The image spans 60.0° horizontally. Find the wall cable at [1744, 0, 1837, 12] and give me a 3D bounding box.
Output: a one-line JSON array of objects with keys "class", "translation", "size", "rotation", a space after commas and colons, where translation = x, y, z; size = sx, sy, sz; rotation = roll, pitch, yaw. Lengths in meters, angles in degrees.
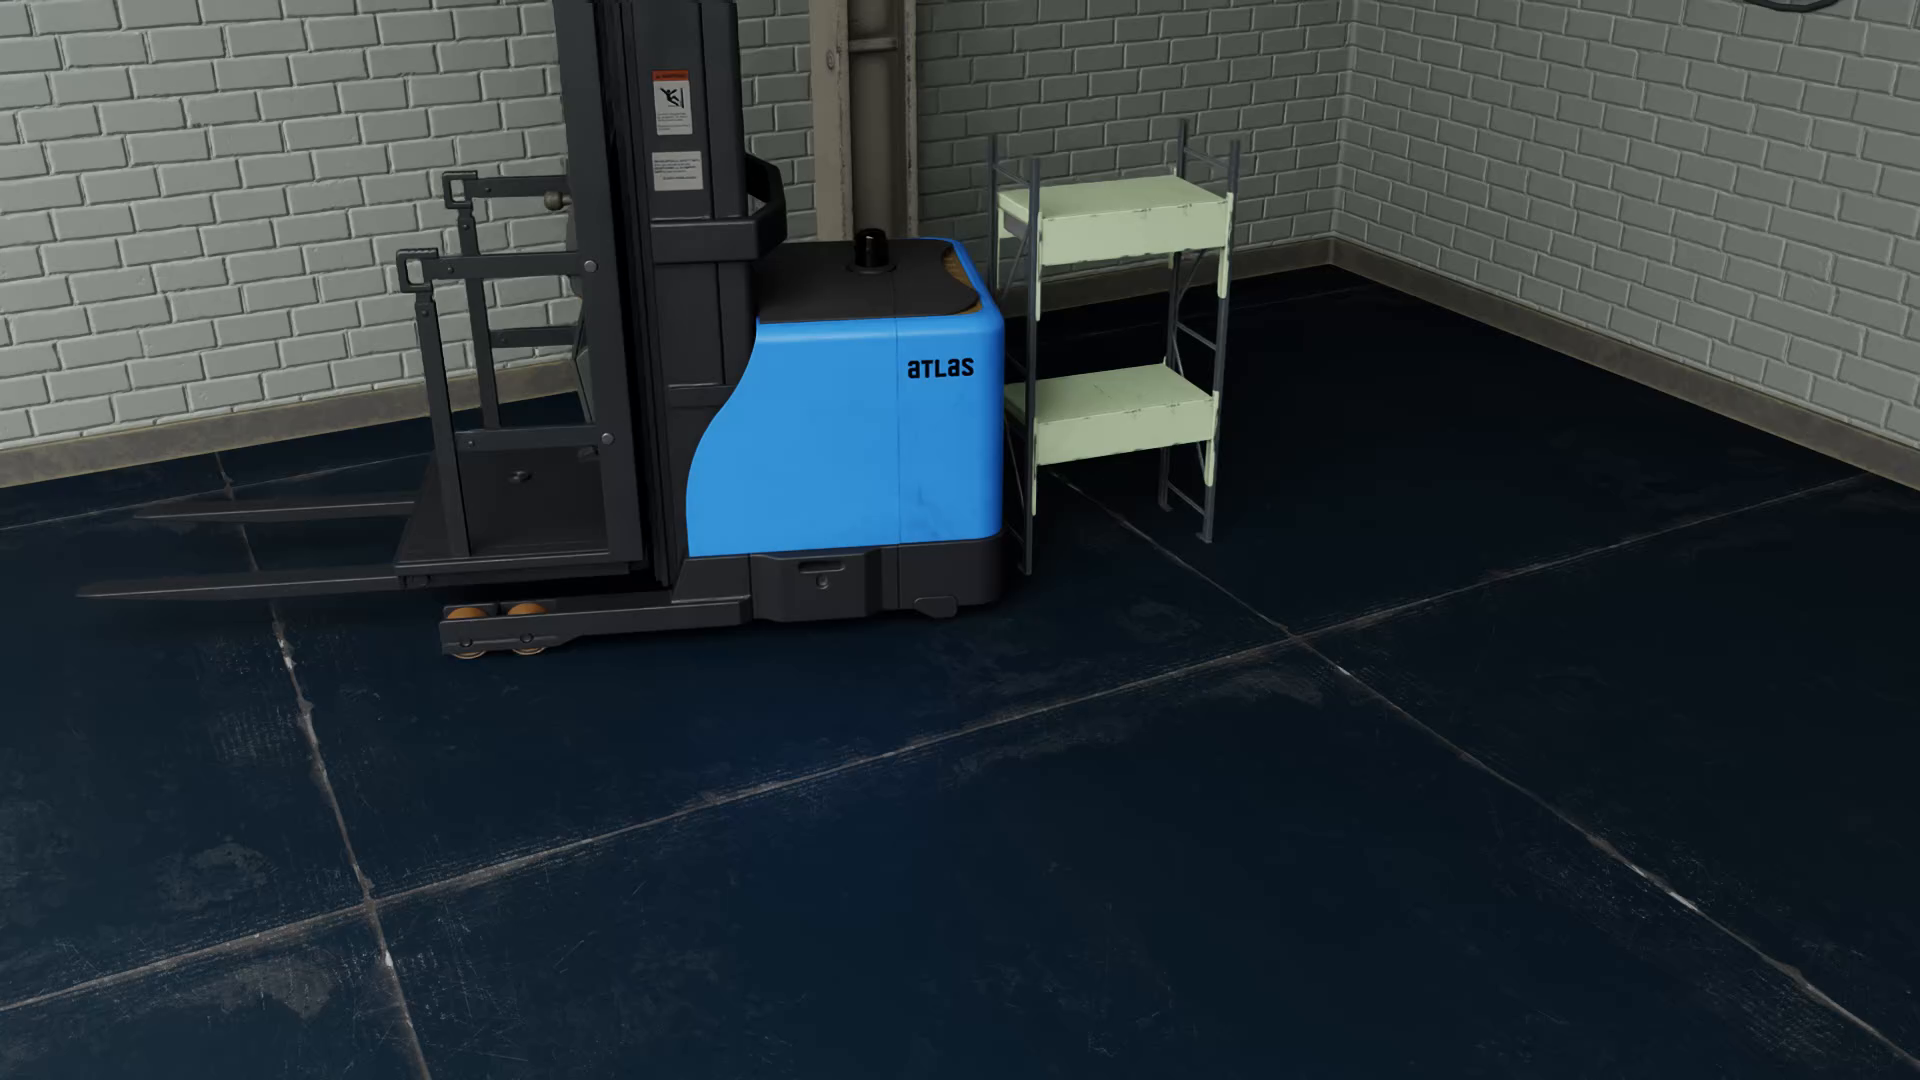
[{"class": "wall cable", "translation": [2.782, -3.690, 7.127], "size": [0.112, 2.526, 3.097], "rotation": [-13, 29, -25]}]

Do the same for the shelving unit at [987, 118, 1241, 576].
[{"class": "shelving unit", "translation": [0.519, -0.686, 5.945], "size": [0.755, 1.500, 0.431], "rotation": [-9, 27, -19]}]

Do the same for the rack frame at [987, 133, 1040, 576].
[{"class": "rack frame", "translation": [0.177, -0.629, 5.828], "size": [0.023, 1.500, 0.400], "rotation": [-9, 27, -19]}]

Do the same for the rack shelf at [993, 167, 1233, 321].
[{"class": "rack shelf", "translation": [0.519, -1.038, 5.776], "size": [0.720, 0.370, 0.431], "rotation": [-9, 27, -19]}]

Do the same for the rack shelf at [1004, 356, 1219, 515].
[{"class": "rack shelf", "translation": [0.519, -0.392, 6.086], "size": [0.720, 0.370, 0.431], "rotation": [-9, 27, -19]}]

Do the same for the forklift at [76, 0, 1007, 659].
[{"class": "forklift", "translation": [-1.403, -1.177, 5.314], "size": [3.031, 2.935, 1.130], "rotation": [-4, 26, -7]}]

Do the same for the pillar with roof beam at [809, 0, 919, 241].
[{"class": "pillar with roof beam", "translation": [1.586, -3.351, 2.832], "size": [0.400, 9.000, 9.100], "rotation": [-13, 29, -25]}]

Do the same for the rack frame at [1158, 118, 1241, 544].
[{"class": "rack frame", "translation": [0.861, -0.742, 6.063], "size": [0.023, 1.500, 0.400], "rotation": [-9, 27, -19]}]
